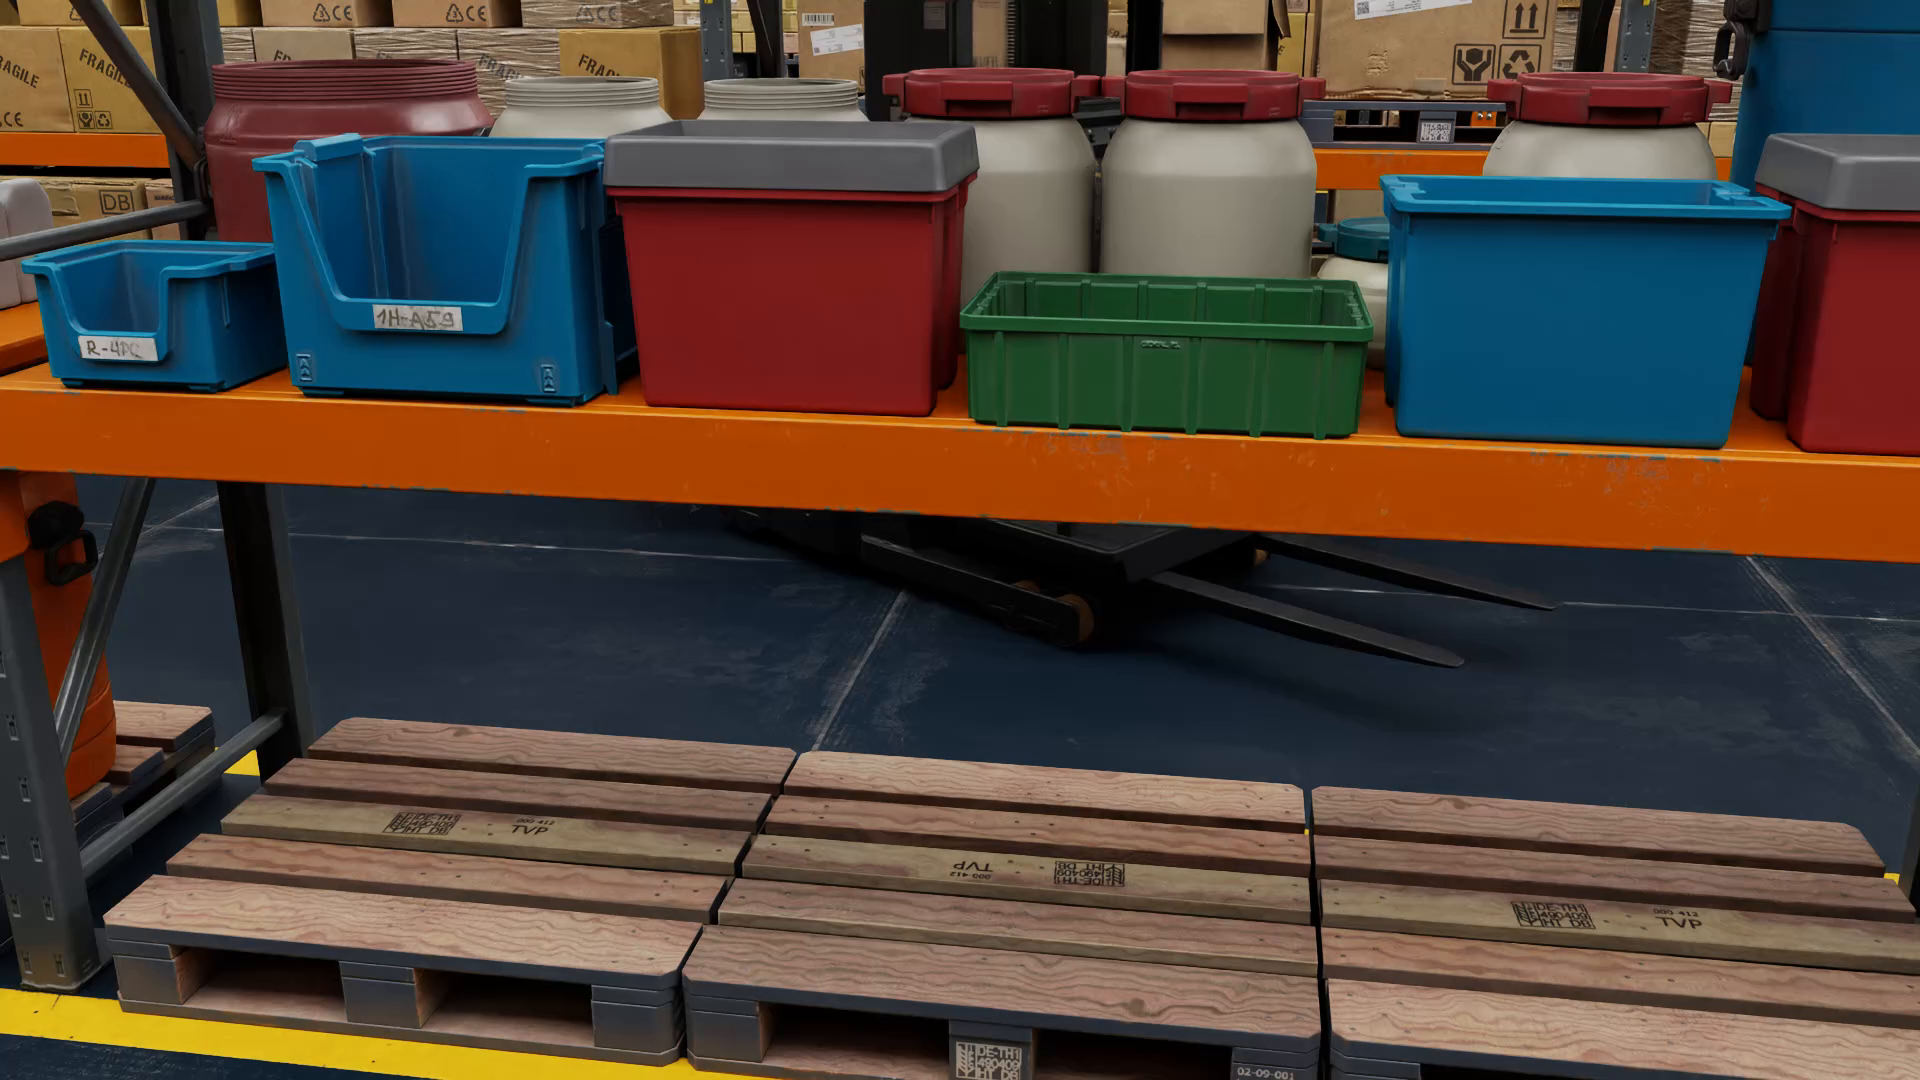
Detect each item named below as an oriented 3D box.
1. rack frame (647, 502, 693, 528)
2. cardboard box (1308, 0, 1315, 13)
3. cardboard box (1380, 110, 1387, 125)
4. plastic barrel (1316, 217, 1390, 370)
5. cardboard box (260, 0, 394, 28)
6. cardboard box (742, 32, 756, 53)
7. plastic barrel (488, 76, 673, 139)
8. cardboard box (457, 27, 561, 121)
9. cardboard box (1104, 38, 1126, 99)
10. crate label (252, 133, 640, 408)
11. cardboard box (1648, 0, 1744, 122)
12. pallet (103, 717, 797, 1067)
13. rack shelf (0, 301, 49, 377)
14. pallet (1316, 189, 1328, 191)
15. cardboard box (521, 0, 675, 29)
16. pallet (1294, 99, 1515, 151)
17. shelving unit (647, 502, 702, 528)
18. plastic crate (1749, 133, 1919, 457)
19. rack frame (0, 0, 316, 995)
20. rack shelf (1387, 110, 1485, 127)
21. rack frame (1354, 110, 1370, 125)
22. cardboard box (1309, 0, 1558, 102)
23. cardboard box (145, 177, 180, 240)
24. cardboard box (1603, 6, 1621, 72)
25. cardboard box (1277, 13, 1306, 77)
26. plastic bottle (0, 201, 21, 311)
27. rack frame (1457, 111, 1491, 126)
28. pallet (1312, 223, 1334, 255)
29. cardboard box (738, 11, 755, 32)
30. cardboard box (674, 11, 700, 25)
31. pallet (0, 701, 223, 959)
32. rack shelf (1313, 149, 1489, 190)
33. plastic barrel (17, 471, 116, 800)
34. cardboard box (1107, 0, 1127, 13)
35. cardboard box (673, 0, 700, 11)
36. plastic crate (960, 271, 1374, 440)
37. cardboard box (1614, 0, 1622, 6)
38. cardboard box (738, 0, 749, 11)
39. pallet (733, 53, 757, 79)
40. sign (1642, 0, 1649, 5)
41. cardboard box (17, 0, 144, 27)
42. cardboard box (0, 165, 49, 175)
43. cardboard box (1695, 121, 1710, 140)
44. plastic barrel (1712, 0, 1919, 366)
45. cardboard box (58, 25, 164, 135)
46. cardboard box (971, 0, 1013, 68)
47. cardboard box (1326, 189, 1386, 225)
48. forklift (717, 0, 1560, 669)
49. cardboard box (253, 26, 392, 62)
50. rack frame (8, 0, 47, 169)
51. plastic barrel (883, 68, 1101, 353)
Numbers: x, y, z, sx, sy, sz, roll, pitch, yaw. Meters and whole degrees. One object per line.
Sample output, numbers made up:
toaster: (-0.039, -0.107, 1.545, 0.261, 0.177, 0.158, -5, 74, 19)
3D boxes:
rack frame: (-1.366, -0.620, 6.476, 0.006, 1.200, 0.240, -22, 6, 30)
cardboard box: (2.796, -4.102, 12.103, 0.500, 0.500, 0.700, 3, 19, 8)
cardboard box: (5.690, -5.411, 21.418, 0.500, 0.250, 0.500, 3, 19, 9)
plastic barrel: (0.841, -0.481, 3.231, 0.301, 0.262, 0.301, 0, 18, 0)
cardboard box: (-3.066, -2.815, 8.251, 0.637, 0.503, 0.797, 4, 19, 10)
cardboard box: (-1.458, -3.734, 12.470, 0.250, 0.149, 0.380, 3, 19, 8)
plastic barrel: (-0.776, -0.701, 3.496, 0.421, 0.512, 0.421, 0, 18, 0)
cardboard box: (-2.058, -2.207, 8.013, 0.500, 0.500, 0.500, 3, 19, 8)
cardboard box: (0.578, -2.157, 7.596, 0.500, 0.250, 0.500, 2, 19, 7)
crate label: (-0.888, -0.515, 3.060, 0.616, 0.435, 0.502, 3, 19, 9)
cardboard box: (3.343, -2.130, 7.316, 0.500, 0.500, 0.875, 3, 19, 9)
pallet: (-1.067, 0.740, 3.758, 1.213, 0.211, 1.003, 3, 19, 9)
rack shelf: (-3.801, -0.393, 3.883, 4.000, 0.370, 1.077, 3, 19, 9)
pallet: (3.712, -3.805, 17.341, 1.213, 0.211, 1.003, 3, 19, 9)
cardboard box: (-1.760, -2.750, 8.056, 0.637, 0.503, 0.797, 4, 19, 11)
pallet: (2.177, -1.977, 7.786, 1.213, 0.211, 1.003, 3, 19, 9)
shelving unit: (-1.292, -0.650, 6.430, 0.189, 1.200, 0.258, -22, 6, 30)
plastic crate: (1.597, -0.391, 2.643, 0.583, 0.464, 0.402, 3, 19, 9)
rack frame: (-1.826, -0.633, 3.468, 0.127, 3.000, 1.000, 3, 19, 9)
rack shelf: (1.821, -3.292, 12.548, 4.000, 0.370, 1.077, 3, 19, 9)
rack frame: (5.265, -6.644, 21.431, 0.127, 3.000, 1.000, 3, 19, 9)
cardboard box: (2.147, -2.551, 7.593, 1.000, 1.000, 1.000, 3, 19, 9)
cardboard box: (-3.472, -1.507, 8.767, 0.875, 0.875, 1.225, 2, 19, 7)
cardboard box: (4.708, -3.568, 12.004, 0.550, 0.550, 0.875, 3, 19, 9)
cardboard box: (2.240, -3.573, 12.098, 0.500, 0.500, 0.500, 3, 19, 9)
plastic bottle: (-2.226, -0.650, 3.713, 0.135, 0.276, 0.152, 3, 19, 9)
rack frame: (3.796, -3.532, 12.133, 0.127, 3.000, 1.000, 3, 19, 9)
pallet: (3.022, -2.225, 12.621, 1.213, 0.211, 1.003, 3, 19, 9)
cardboard box: (-1.485, -3.875, 12.423, 0.250, 0.149, 0.380, 3, 19, 9)
cardboard box: (-1.988, -3.901, 12.501, 0.250, 0.149, 0.380, 3, 19, 10)
pallet: (-2.611, 0.662, 3.990, 1.213, 0.211, 1.003, 3, 19, 9)
rack shelf: (0.934, -1.743, 7.919, 4.000, 0.370, 1.077, 3, 19, 9)
plastic barrel: (-2.312, 0.177, 3.804, 0.708, 0.830, 0.600, 3, 19, 9)
cardboard box: (1.294, -4.179, 12.334, 0.500, 0.500, 0.700, 3, 19, 8)
cardboard box: (-1.987, -4.043, 12.455, 0.250, 0.149, 0.380, 4, 19, 11)
plastic crate: (0.359, -0.331, 2.898, 0.662, 0.188, 0.450, 3, 19, 9)
cardboard box: (4.716, -4.095, 11.877, 0.550, 0.550, 0.875, 3, 19, 9)
cardboard box: (-1.481, -4.016, 12.374, 0.250, 0.149, 0.380, 3, 19, 10)
pallet: (-2.115, -3.730, 13.025, 1.213, 0.211, 1.003, 3, 19, 9)
sign: (2.825, -2.359, 6.800, 0.005, 0.325, 0.100, 3, 19, 9)
cardboard box: (-4.358, -2.880, 8.444, 0.637, 0.503, 0.797, 2, 19, 7)
cardboard box: (-5.629, -1.636, 9.152, 0.875, 0.875, 0.875, 3, 19, 9)
cardboard box: (3.074, -1.759, 7.230, 0.250, 0.149, 0.380, 3, 19, 9)
plastic barrel: (1.790, -0.784, 3.129, 0.708, 0.901, 0.600, 3, 19, 9)
cardboard box: (-4.079, -2.307, 8.314, 0.500, 0.500, 0.500, 3, 19, 9)
cardboard box: (0.066, -2.420, 7.989, 0.500, 0.500, 0.700, 6, 19, 17)
cardboard box: (3.168, -2.668, 12.433, 0.750, 0.750, 1.050, 3, 19, 8)
forklift: (0.481, -1.236, 5.377, 3.031, 2.935, 1.130, 17, 25, 40)
cardboard box: (-3.074, -2.258, 8.165, 0.500, 0.500, 0.500, 3, 19, 10)
rack frame: (-4.990, -2.386, 8.708, 0.127, 3.000, 1.000, 3, 19, 9)
plastic barrel: (0.062, -0.672, 3.370, 0.433, 0.535, 0.433, 0, 18, 0)
